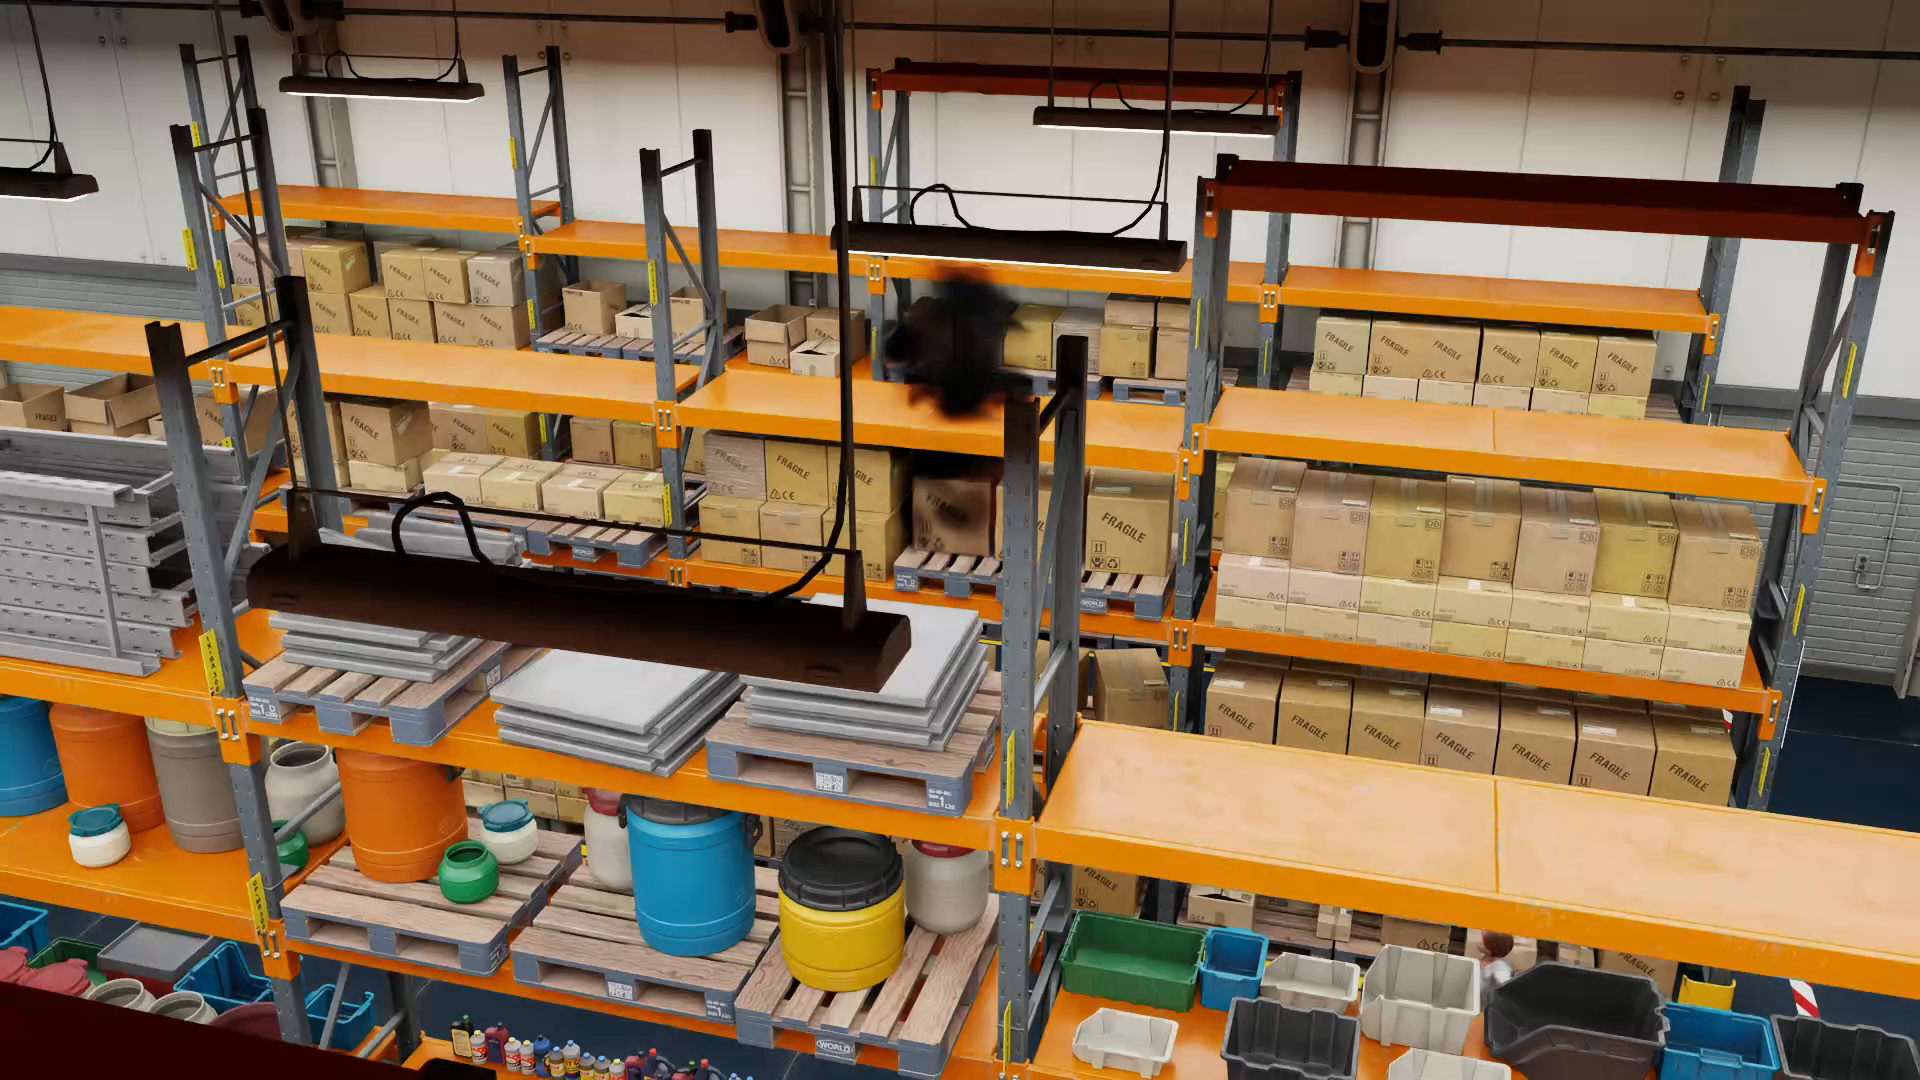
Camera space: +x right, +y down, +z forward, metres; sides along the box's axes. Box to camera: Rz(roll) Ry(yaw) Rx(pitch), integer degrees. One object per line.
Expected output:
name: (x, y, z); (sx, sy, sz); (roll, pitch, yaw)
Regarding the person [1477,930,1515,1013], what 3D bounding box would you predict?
person: (3.548, 3.217, 11.028); (0.597, 1.575, 0.534); (4, 23, 9)
